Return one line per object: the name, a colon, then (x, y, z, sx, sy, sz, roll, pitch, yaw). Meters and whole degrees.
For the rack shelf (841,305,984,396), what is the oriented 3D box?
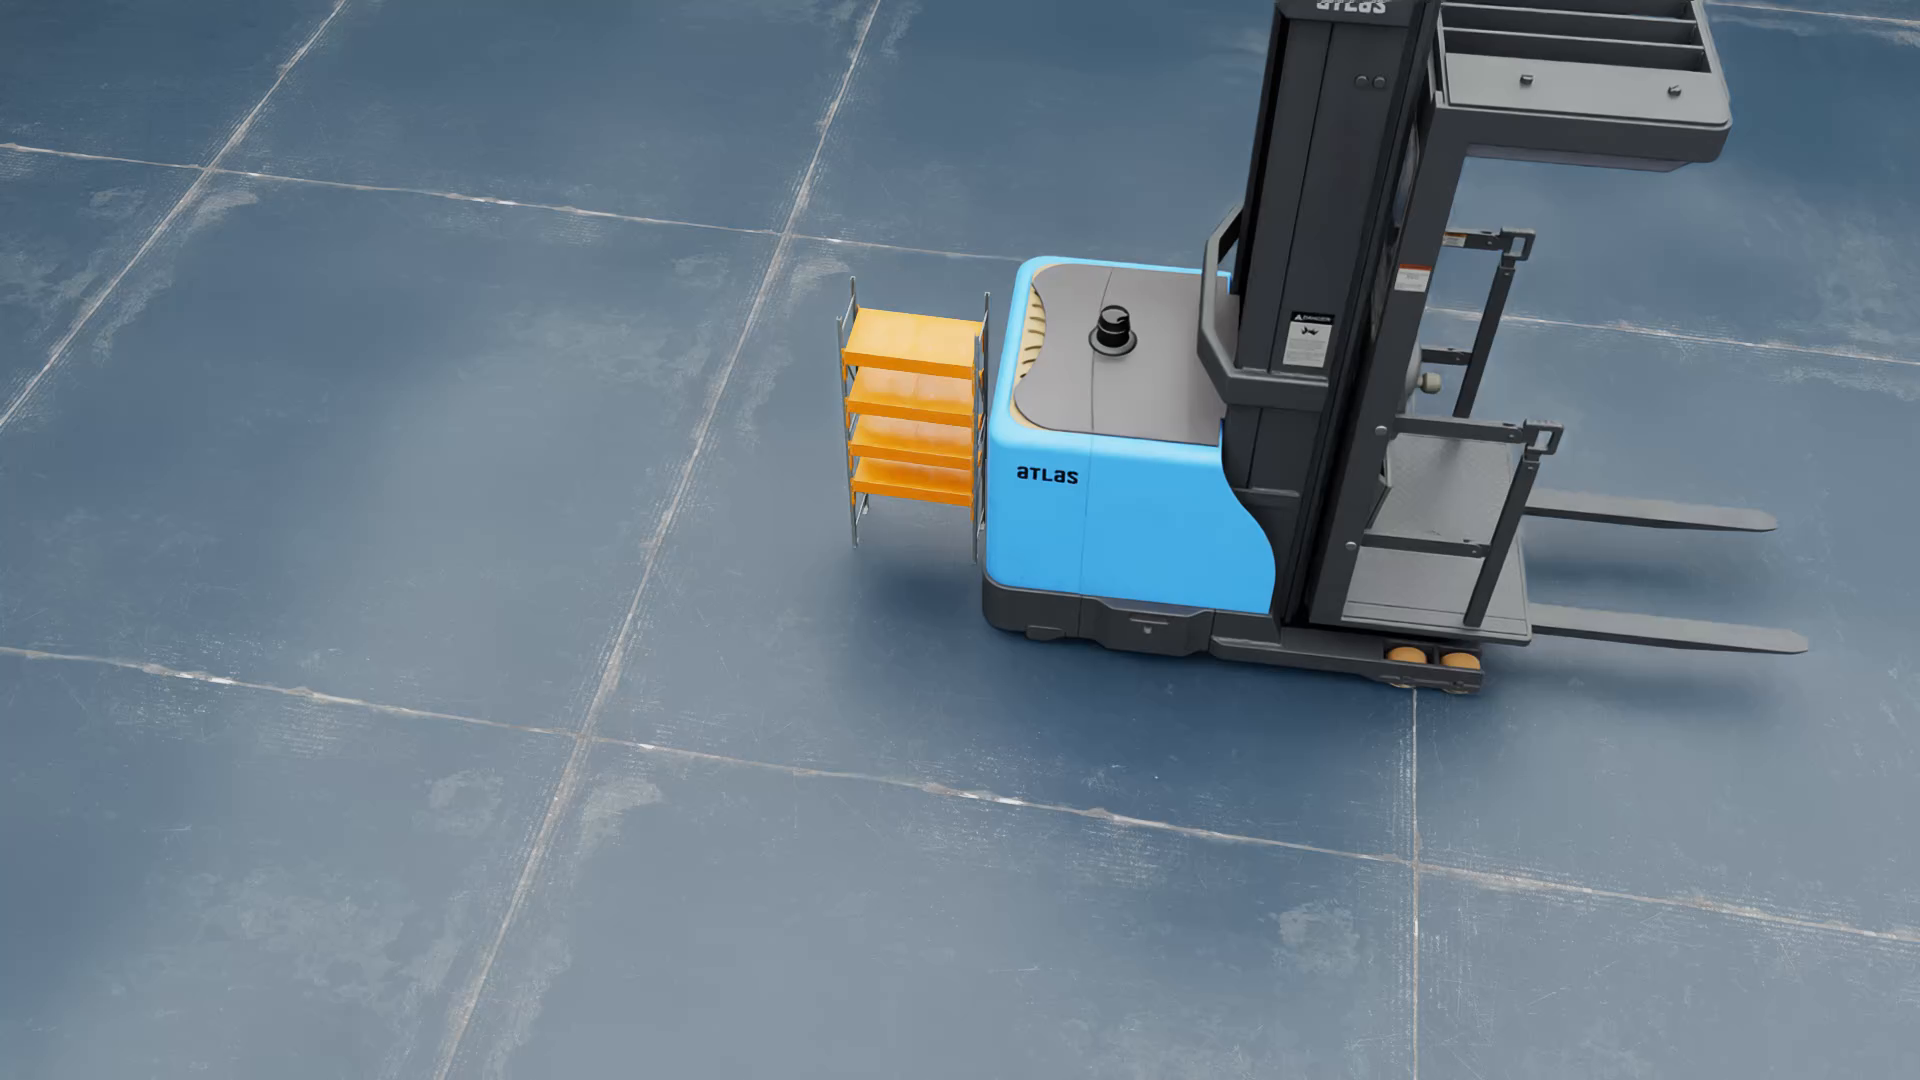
rack shelf: (-0.163, -0.686, 6.003, 0.480, 0.148, 0.258, 8, 49, 7)

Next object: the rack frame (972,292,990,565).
rack frame: (0.077, -0.391, 6.266, 0.015, 1.200, 0.240, 8, 49, 7)

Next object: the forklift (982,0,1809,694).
forklift: (1.644, -0.831, 5.498, 3.031, 2.935, 1.130, 6, 48, 5)

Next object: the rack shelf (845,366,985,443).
rack shelf: (-0.163, -0.527, 6.179, 0.480, 0.148, 0.258, 8, 49, 7)

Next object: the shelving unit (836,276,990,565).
shelving unit: (-0.163, -0.423, 6.295, 0.503, 1.200, 0.258, 8, 49, 7)

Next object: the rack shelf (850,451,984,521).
rack shelf: (-0.163, -0.245, 6.493, 0.480, 0.148, 0.258, 8, 49, 7)

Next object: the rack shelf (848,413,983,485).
rack shelf: (-0.163, -0.378, 6.345, 0.480, 0.148, 0.258, 8, 49, 7)

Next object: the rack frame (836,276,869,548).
rack frame: (-0.403, -0.455, 6.324, 0.015, 1.200, 0.240, 8, 49, 7)
